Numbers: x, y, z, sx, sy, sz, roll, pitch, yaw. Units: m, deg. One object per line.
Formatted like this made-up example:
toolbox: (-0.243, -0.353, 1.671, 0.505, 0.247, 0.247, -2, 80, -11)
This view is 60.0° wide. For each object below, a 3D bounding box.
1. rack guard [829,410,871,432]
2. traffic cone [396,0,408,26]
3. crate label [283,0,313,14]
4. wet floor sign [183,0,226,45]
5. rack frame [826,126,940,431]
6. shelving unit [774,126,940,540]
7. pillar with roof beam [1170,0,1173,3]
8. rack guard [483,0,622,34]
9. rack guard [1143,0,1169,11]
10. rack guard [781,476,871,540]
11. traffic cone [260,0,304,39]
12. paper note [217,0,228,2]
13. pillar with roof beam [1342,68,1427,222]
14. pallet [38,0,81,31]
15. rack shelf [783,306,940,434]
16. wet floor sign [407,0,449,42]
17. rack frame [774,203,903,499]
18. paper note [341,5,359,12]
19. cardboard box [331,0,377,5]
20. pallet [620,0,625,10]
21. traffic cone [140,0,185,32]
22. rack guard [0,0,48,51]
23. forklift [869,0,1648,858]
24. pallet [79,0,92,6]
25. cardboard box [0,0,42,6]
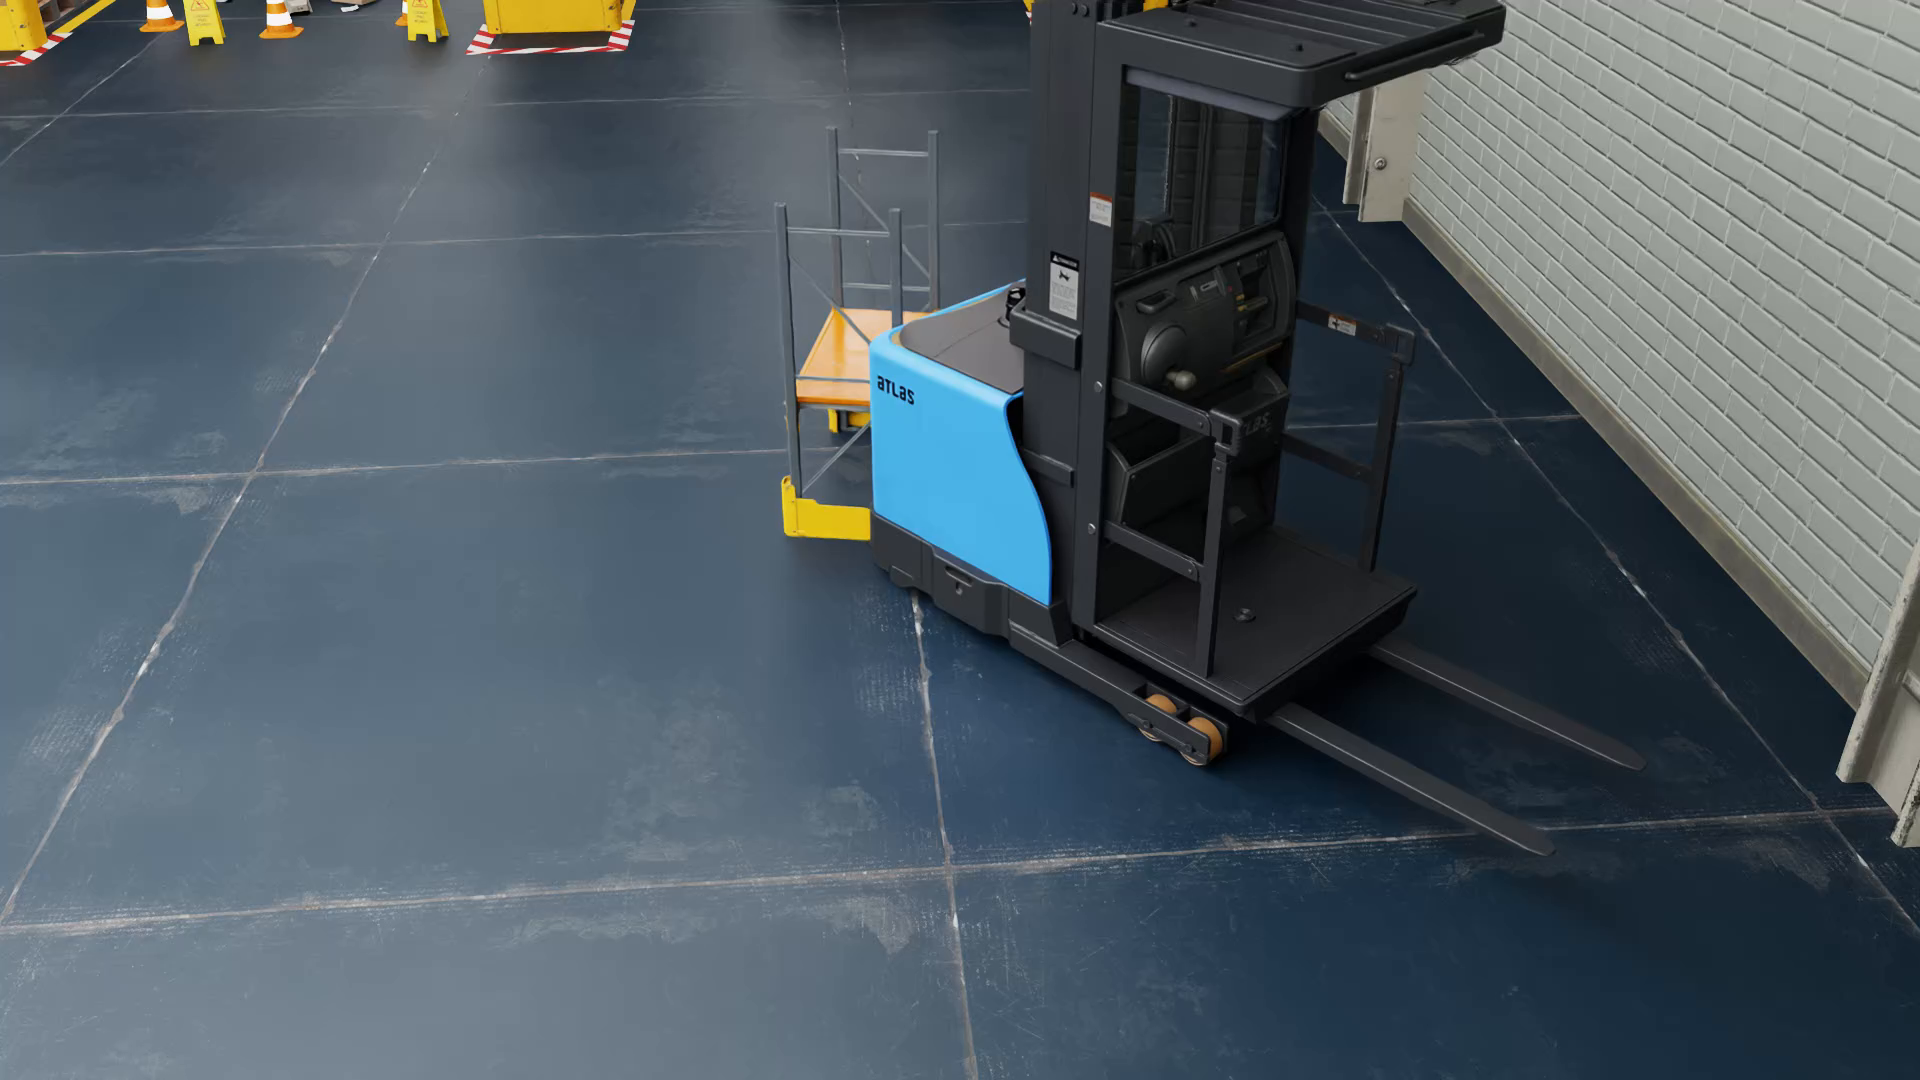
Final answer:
rack guard: (-0.345, -0.639, 8.075, 0.587, 0.250, 0.087, 4, 31, 7)
traffic cone: (-4.958, -4.930, 15.052, 0.336, 0.463, 0.334, -3, 31, -5)
crate label: (-6.166, -4.961, 15.423, 0.250, 0.136, 0.298, -20, 36, -30)
wet floor sign: (-6.578, -4.642, 14.392, 0.267, 0.644, 0.232, -8, 32, -13)
rack frame: (-0.345, -1.176, 7.756, 0.500, 1.500, 0.032, 4, 31, 7)
shelving unit: (-0.411, -0.922, 7.331, 0.587, 1.500, 1.083, 4, 31, 7)
pillar with roof beam: (-2.145, -8.869, 13.322, 9.100, 9.000, 0.400, -3, 31, -5)
rack guard: (-3.640, -4.827, 14.843, 1.175, 0.500, 0.348, -3, 31, -5)
rack guard: (1.311, -5.015, 15.159, 1.175, 0.500, 0.348, -3, 31, -5)
rack guard: (-0.477, -0.132, 7.228, 0.587, 0.250, 0.087, 4, 31, 7)
traffic cone: (-6.031, -4.703, 14.672, 0.336, 0.463, 0.334, -3, 31, -5)
paper note: (-7.004, -5.158, 15.857, 0.144, 0.017, 0.142, 8, 32, 13)
pillar with roof beam: (-1.585, -5.805, 8.194, 9.100, 9.000, 0.400, -3, 31, -5)
pallet: (-8.705, -4.780, 15.046, 1.003, 0.211, 1.213, -3, 31, -5)
rack shelf: (-0.413, -0.763, 7.416, 0.538, 0.185, 1.000, 4, 31, 7)
wet floor sign: (-4.681, -4.702, 14.493, 0.267, 0.644, 0.232, 8, 32, 13)
rack frame: (-0.480, -0.659, 6.891, 0.500, 1.500, 0.032, 4, 31, 7)
paper note: (-5.703, -4.974, 15.547, 0.148, 0.019, 0.142, -14, 33, -22)
cardboard box: (-5.767, -5.209, 15.826, 0.380, 0.149, 0.250, 13, 33, 21)
pallet: (-3.681, -5.119, 15.615, 1.003, 0.211, 1.213, -3, 31, -5)
traffic cone: (-7.188, -4.822, 14.872, 0.336, 0.463, 0.334, -3, 31, -5)
rack guard: (-8.550, -4.487, 14.274, 1.175, 0.500, 0.348, -3, 31, -5)
forklift: (1.013, -0.758, 5.661, 1.130, 2.935, 3.031, -26, 40, -37)
pallet: (-8.816, -5.401, 16.087, 1.003, 0.211, 1.213, -3, 31, -5)
cardboard box: (-8.681, -5.184, 14.665, 0.875, 0.875, 0.875, -3, 31, -4)
